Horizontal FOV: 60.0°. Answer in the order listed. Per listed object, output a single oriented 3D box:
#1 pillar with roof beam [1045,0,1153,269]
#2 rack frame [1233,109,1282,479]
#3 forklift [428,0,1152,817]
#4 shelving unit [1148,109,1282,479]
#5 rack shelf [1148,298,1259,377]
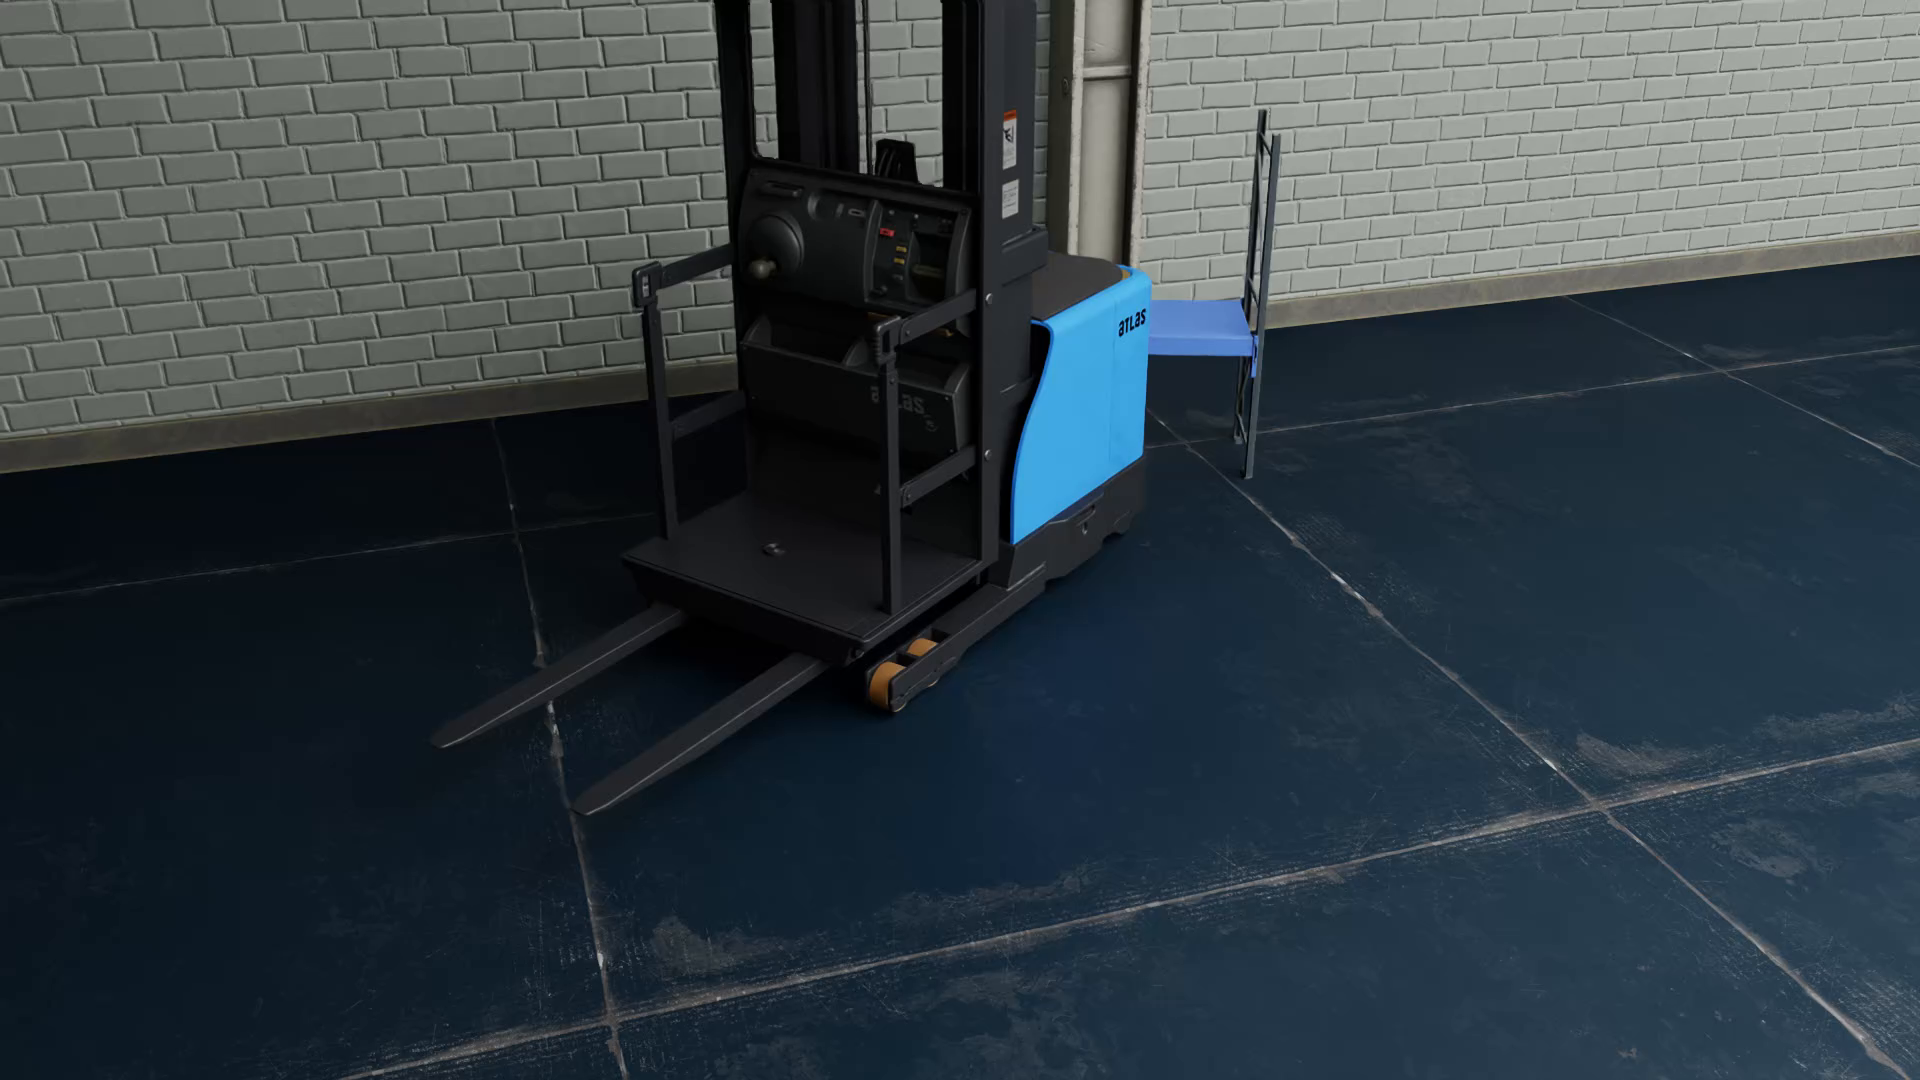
[{"bbox_3d":[2.001,-3.158,2.991,0.400,9.000,9.100,-8,28,-16],"label":"pillar with roof beam"},{"bbox_3d":[1.275,-1.050,7.177,0.032,1.500,0.500,1,26,2],"label":"rack frame"},{"bbox_3d":[-0.484,-0.977,5.421,1.130,2.935,3.031,17,31,30],"label":"forklift"},{"bbox_3d":[0.767,-1.059,7.196,1.048,1.500,0.538,1,26,2],"label":"shelving unit"},{"bbox_3d":[0.767,-0.898,7.276,1.000,0.185,0.538,1,26,2],"label":"rack shelf"}]
